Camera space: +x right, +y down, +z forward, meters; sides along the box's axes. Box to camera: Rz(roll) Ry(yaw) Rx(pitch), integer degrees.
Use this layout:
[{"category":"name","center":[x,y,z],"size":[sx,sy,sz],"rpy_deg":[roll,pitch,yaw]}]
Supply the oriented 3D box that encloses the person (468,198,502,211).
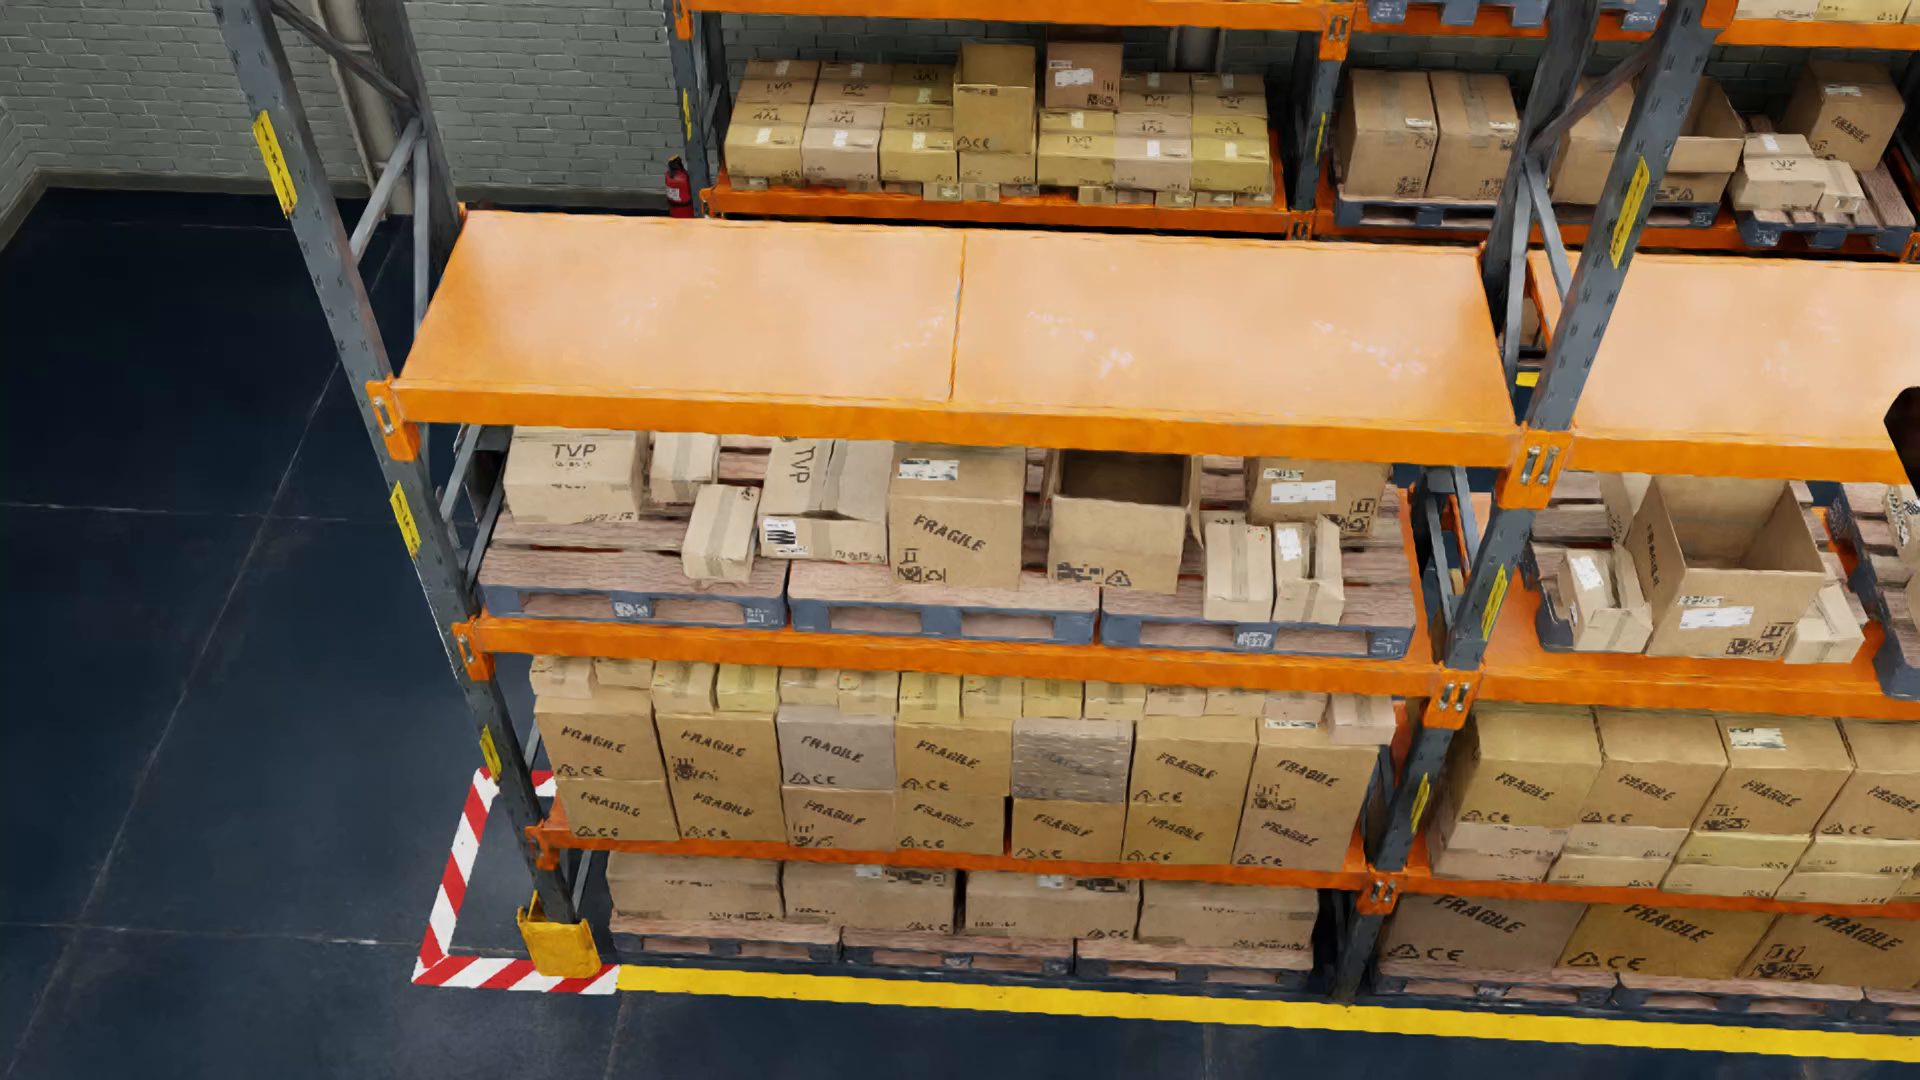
[{"category":"person","center":[-3.002,-1.626,11.098],"size":[0.485,1.664,0.701],"rpy_deg":[-18,50,-15]}]
